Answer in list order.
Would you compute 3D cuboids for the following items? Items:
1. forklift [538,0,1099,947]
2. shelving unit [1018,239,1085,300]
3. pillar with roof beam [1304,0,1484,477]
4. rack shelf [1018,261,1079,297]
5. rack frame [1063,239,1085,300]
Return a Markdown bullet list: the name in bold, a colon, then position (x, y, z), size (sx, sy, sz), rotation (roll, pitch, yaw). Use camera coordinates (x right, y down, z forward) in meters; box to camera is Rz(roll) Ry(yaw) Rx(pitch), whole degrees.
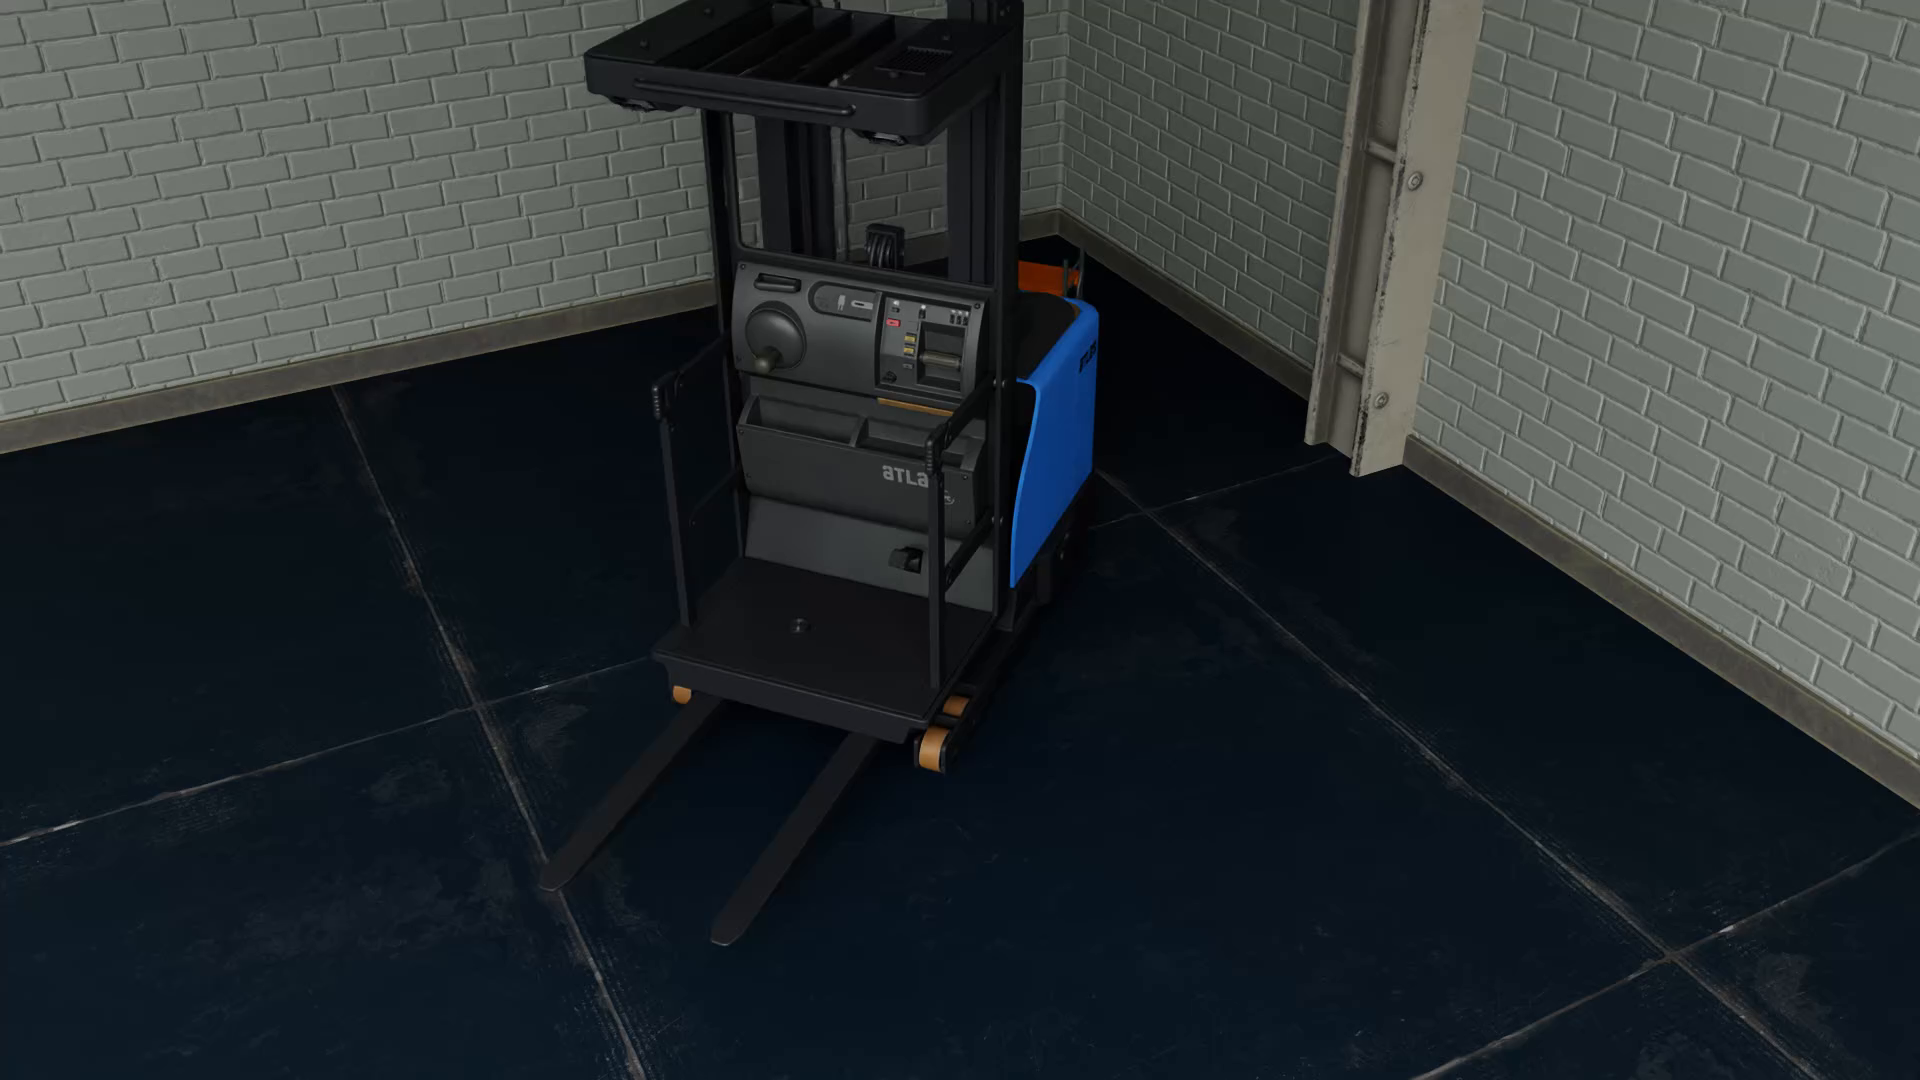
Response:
- **forklift**: position (-0.438, -0.662, 5.566), size (1.130, 2.935, 3.031), rotation (12, 35, 18)
- **shelving unit**: position (0.249, -0.751, 7.310), size (0.503, 1.200, 0.258), rotation (12, 35, 18)
- **pillar with roof beam**: position (-1.930, -3.129, 3.793), size (9.100, 9.000, 0.400), rotation (-16, 36, -23)
- **rack shelf**: position (0.249, -1.082, 7.098), size (0.480, 0.148, 0.258), rotation (12, 35, 18)
- **rack frame**: position (0.476, -0.702, 7.233), size (0.015, 1.200, 0.240), rotation (12, 35, 18)
